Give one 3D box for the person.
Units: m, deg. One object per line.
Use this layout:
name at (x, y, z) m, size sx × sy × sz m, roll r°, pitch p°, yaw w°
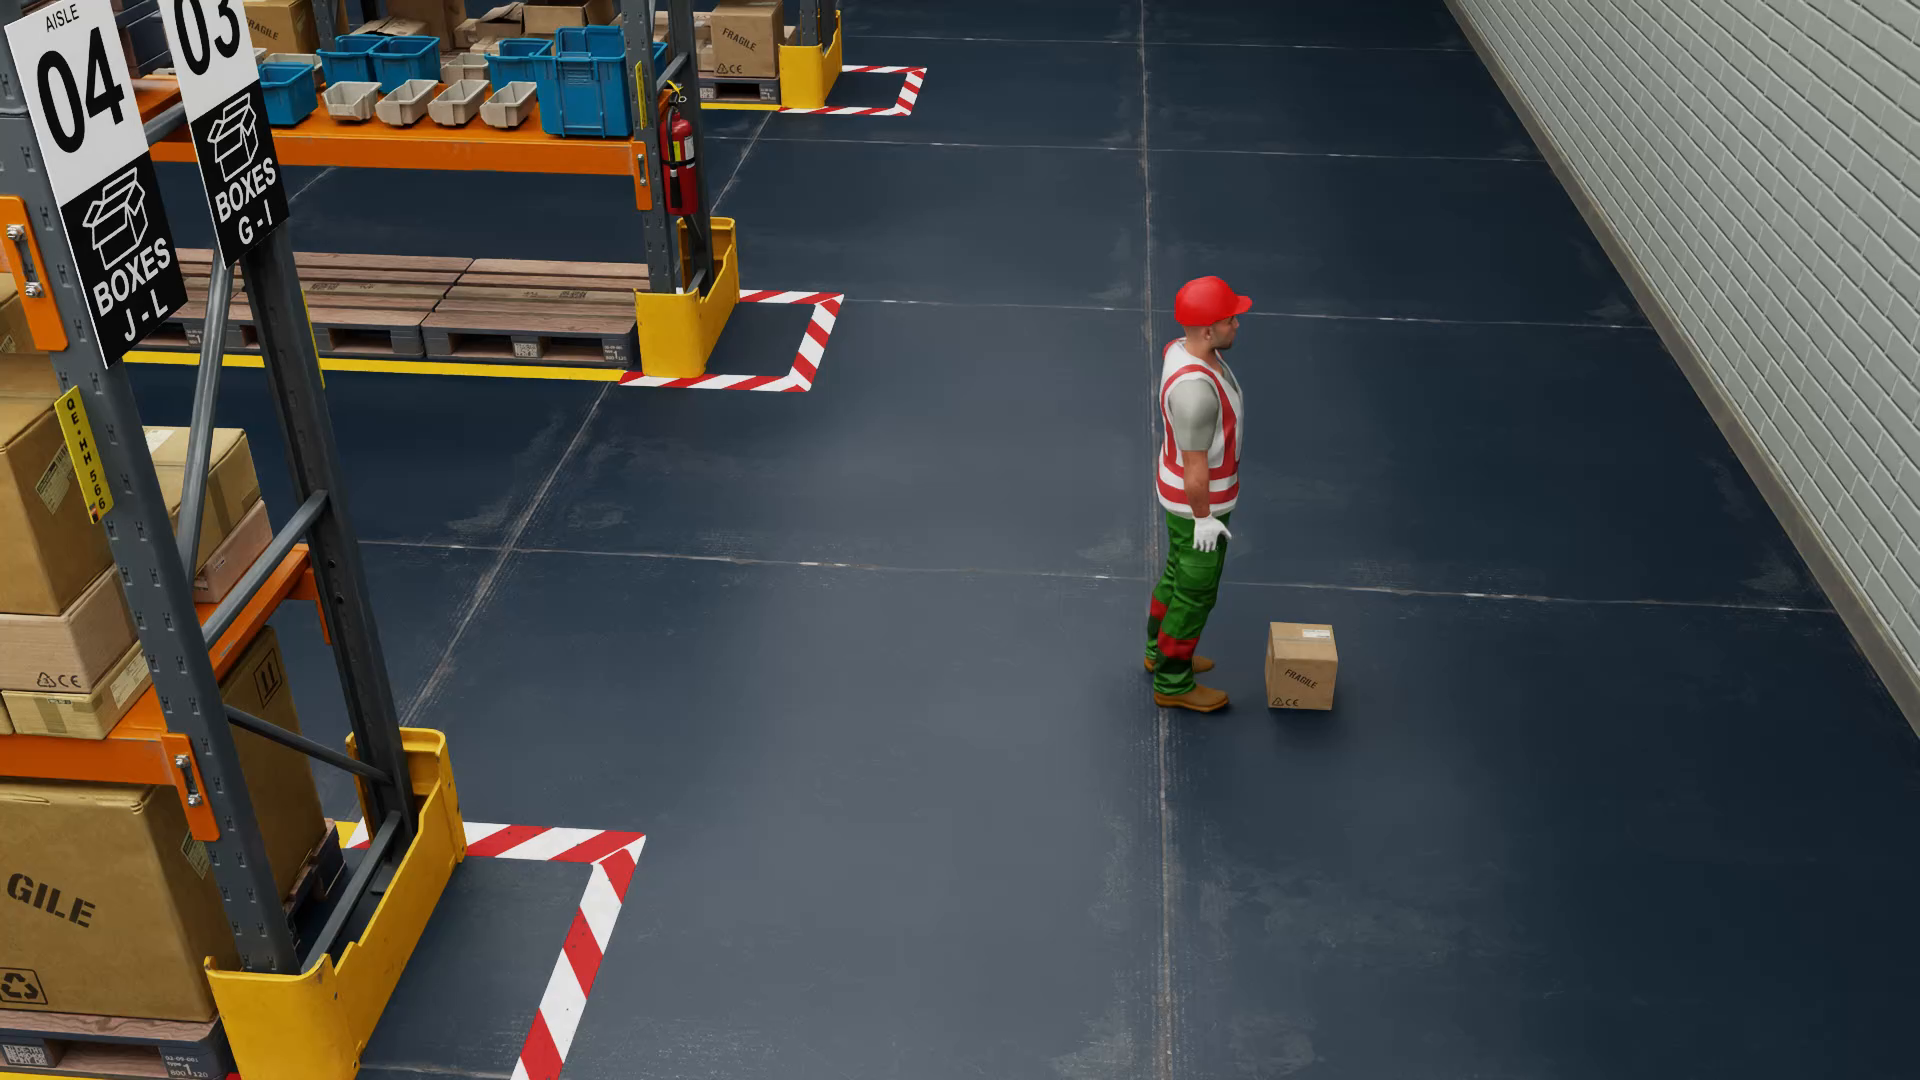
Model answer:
person at (0.922, -0.160, 6.392) m, size 0.357 × 1.810 × 0.525 m, roll 3°, pitch 32°, yaw 5°
